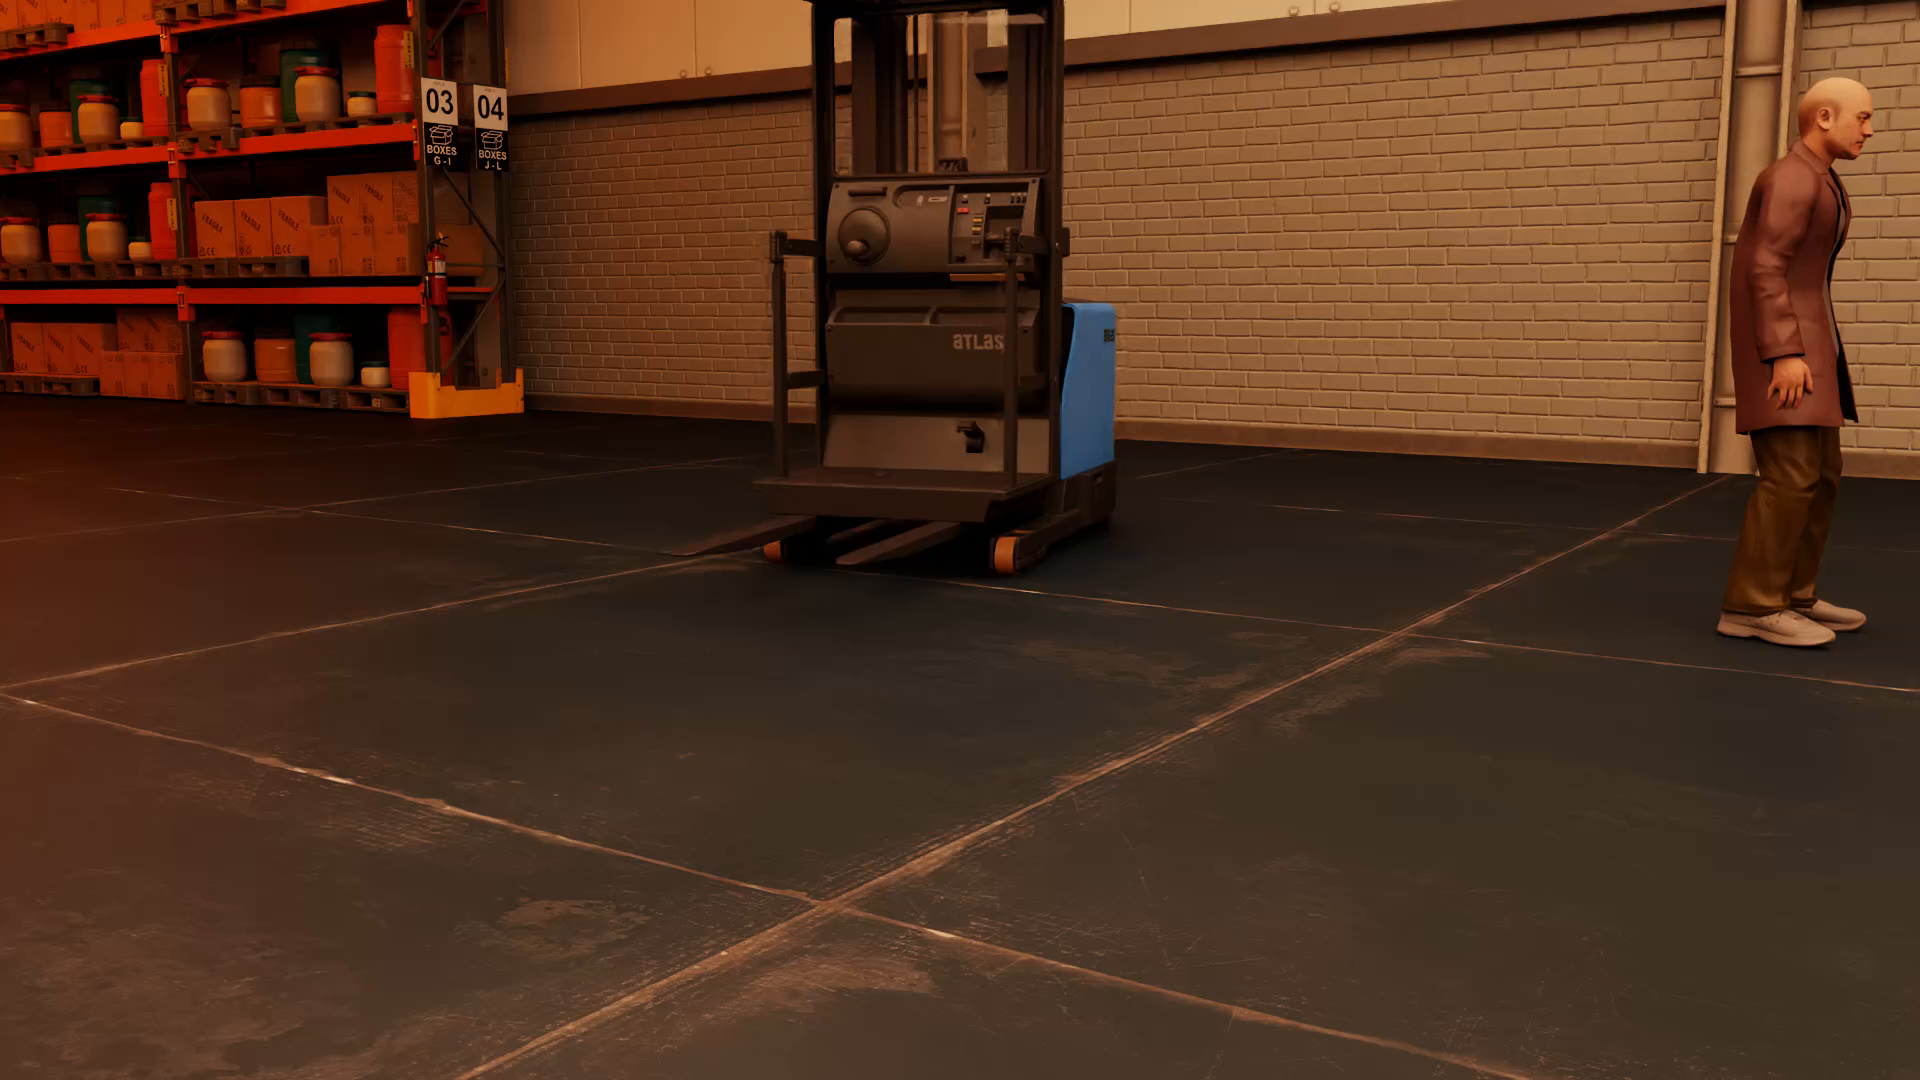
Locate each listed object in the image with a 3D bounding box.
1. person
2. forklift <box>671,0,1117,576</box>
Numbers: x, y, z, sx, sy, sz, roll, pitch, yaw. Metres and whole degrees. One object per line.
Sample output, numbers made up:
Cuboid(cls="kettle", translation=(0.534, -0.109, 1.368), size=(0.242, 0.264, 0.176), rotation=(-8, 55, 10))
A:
Cuboid(cls="person", translation=(2.705, -0.574, 5.350), size=(0.436, 1.774, 0.644), rotation=(6, 10, 38))
Cuboid(cls="forklift", translation=(-0.185, -1.369, 6.817), size=(1.130, 2.935, 3.031), rotation=(3, 9, 19))
